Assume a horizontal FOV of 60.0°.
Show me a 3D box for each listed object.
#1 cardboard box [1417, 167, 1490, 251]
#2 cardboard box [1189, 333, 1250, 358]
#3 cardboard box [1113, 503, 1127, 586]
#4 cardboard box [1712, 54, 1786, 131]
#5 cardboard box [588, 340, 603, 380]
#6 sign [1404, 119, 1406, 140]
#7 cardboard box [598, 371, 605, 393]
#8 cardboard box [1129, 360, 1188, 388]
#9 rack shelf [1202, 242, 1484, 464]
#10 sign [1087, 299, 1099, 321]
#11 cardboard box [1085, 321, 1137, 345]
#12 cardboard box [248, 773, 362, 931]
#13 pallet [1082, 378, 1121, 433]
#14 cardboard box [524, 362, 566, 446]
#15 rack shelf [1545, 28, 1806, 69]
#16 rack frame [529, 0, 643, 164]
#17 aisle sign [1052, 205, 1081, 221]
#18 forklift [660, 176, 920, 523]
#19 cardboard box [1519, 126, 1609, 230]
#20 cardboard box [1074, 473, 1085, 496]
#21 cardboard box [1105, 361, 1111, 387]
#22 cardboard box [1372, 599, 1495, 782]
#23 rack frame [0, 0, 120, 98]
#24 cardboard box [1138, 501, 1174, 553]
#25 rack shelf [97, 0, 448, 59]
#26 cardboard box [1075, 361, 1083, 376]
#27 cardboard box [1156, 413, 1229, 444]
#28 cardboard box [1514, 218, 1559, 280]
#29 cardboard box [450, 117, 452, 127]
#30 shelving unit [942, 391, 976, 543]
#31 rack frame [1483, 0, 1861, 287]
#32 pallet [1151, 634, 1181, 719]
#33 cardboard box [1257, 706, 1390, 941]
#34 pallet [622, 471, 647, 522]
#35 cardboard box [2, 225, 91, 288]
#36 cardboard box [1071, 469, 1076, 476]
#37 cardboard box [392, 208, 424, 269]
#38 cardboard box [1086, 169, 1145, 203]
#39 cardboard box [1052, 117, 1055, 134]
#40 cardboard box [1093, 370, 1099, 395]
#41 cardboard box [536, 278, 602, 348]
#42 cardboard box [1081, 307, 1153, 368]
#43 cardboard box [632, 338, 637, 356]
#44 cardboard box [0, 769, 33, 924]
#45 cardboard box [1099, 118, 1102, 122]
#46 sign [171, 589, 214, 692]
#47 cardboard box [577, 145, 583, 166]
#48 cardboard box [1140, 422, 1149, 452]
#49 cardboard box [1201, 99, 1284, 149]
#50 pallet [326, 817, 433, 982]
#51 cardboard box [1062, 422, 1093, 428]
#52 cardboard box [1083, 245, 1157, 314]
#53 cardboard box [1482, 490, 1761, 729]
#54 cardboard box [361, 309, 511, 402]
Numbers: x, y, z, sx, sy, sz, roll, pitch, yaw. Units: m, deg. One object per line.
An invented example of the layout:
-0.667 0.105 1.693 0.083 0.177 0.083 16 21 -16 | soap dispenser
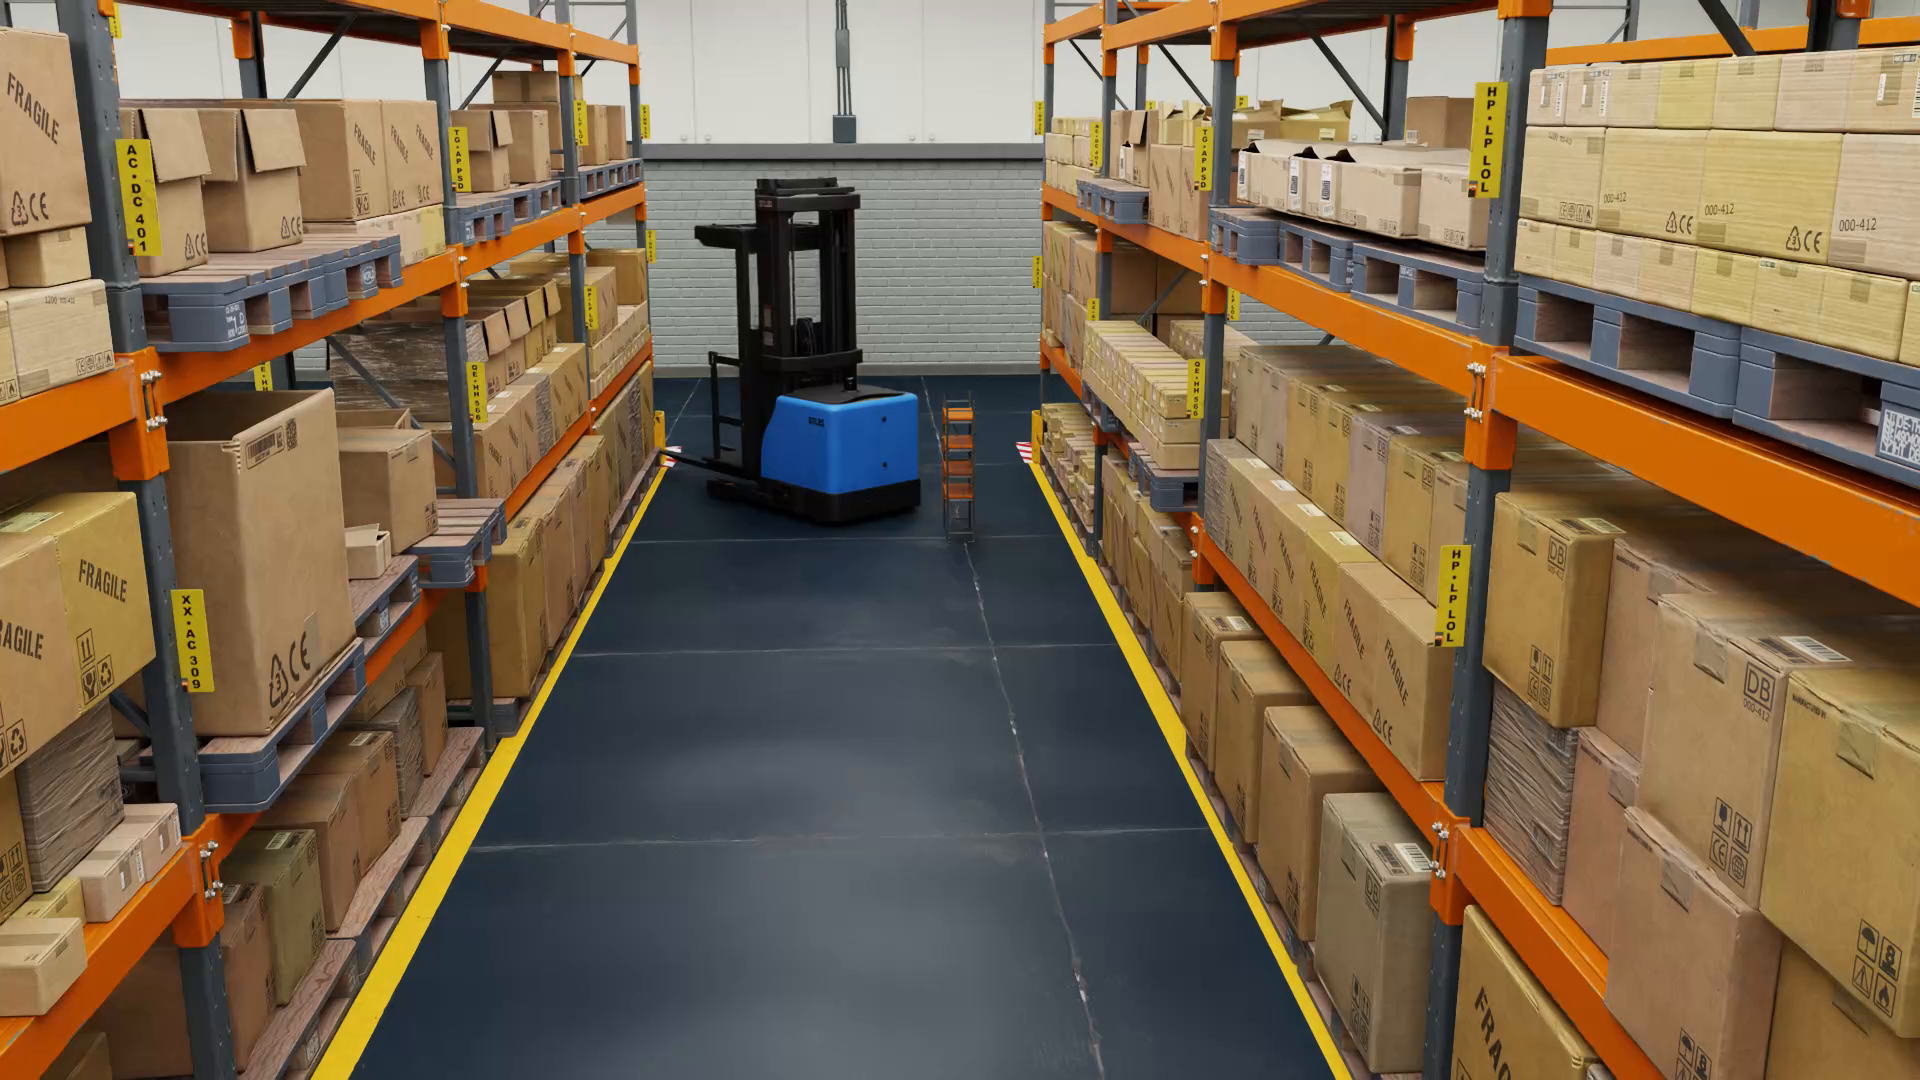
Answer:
1.869 -1.118 5.591 0.500 0.250 0.500 -1 14 -3 | cardboard box
1.845 -1.379 11.835 0.380 0.149 0.250 -1 14 -4 | cardboard box
1.393 0.024 12.088 0.500 0.500 0.500 0 14 -1 | cardboard box
1.821 -0.933 3.473 0.380 0.149 0.250 -1 14 -3 | cardboard box
-3.147 -1.444 13.322 0.500 0.250 0.500 -1 14 -4 | cardboard box
2.379 -2.056 8.781 0.100 0.325 0.005 -1 14 -3 | sign
-3.082 -1.274 13.461 0.380 0.149 0.250 -1 14 -5 | cardboard box
1.278 -1.047 10.542 0.380 0.149 0.250 -1 14 -3 | cardboard box
1.949 -0.915 6.986 1.077 0.370 4.000 -1 14 -3 | rack shelf
1.036 -1.712 12.922 0.100 0.325 0.005 -1 14 -3 | sign
1.142 -1.568 12.567 0.380 0.149 0.250 0 14 -1 | cardboard box
-2.946 1.325 6.992 0.700 0.500 0.500 -2 15 -8 | cardboard box
1.479 -1.018 12.347 1.003 0.211 1.213 -1 14 -3 | pallet
-3.015 -0.935 11.439 0.500 0.500 0.500 -1 14 -4 | cardboard box
6.387 -4.265 14.790 1.077 0.370 4.000 -1 14 -3 | rack shelf
-3.627 -5.152 15.989 1.000 3.000 0.127 -1 14 -3 | rack frame
1.025 -3.570 16.665 0.394 0.787 0.004 -1 14 -3 | aisle sign
-1.724 -1.865 15.393 1.130 2.935 3.031 -13 19 -41 | forklift
1.824 -0.963 4.391 0.500 0.250 0.500 -1 14 -3 | cardboard box
1.177 -0.477 14.140 0.380 0.149 0.250 -1 14 -5 | cardboard box
1.213 -1.163 11.592 0.380 0.149 0.250 0 14 -1 | cardboard box
1.774 0.513 5.813 0.500 0.500 0.500 -1 14 -4 | cardboard box
-8.571 -5.075 15.692 1.000 3.000 0.127 -1 14 -3 | rack frame
1.463 -0.082 10.995 0.500 0.250 0.500 -1 14 -2 | cardboard box
-3.008 -2.122 6.463 1.077 0.370 4.000 -1 14 -3 | rack shelf
1.206 -1.510 14.379 0.380 0.149 0.250 -2 15 -6 | cardboard box
1.340 -0.650 9.596 0.380 0.149 0.250 -1 14 -2 | cardboard box
1.756 -0.800 4.558 0.380 0.149 0.250 -1 14 -4 | cardboard box
-3.241 -2.113 9.150 0.797 0.503 0.637 0 14 0 | cardboard box
-0.010 -0.622 14.037 0.258 1.200 0.503 -1 14 -3 | shelving unit
2.073 -2.219 4.590 1.000 3.000 0.127 -1 14 -3 | rack frame
1.778 0.848 10.307 1.003 0.211 1.213 -1 14 -3 | pallet
1.889 1.180 7.093 1.050 0.750 0.750 -1 14 -3 | cardboard box
-3.427 -0.395 15.140 1.003 0.211 1.213 -1 14 -3 | pallet
-2.575 -0.759 4.436 0.380 0.149 0.250 0 14 -2 | cardboard box
1.200 -0.541 14.988 0.380 0.149 0.250 -1 14 -2 | cardboard box
-2.813 -1.399 7.725 0.500 0.250 0.500 -1 14 -4 | cardboard box
1.277 -2.801 13.173 0.500 0.250 0.500 -1 14 -2 | cardboard box
1.064 -3.897 15.629 0.380 0.149 0.250 -1 14 -4 | cardboard box
1.177 -1.148 12.131 0.380 0.149 0.250 -1 14 -3 | cardboard box
-3.154 -1.809 13.237 0.500 0.500 0.500 -1 14 -3 | cardboard box
1.265 -1.611 13.471 0.500 0.500 0.500 -1 14 -3 | cardboard box
-3.212 -1.787 15.456 0.380 0.149 0.250 -1 14 -5 | cardboard box
-2.922 0.783 4.164 0.875 0.500 0.500 -1 14 -3 | cardboard box
1.285 -3.192 12.889 0.380 0.149 0.250 -2 15 -6 | cardboard box
-2.343 0.309 5.070 0.100 0.325 0.005 -1 14 -3 | sign
-3.517 -3.332 13.692 0.700 0.500 0.500 0 14 -1 | cardboard box
1.306 -0.631 10.121 0.380 0.149 0.250 -1 14 -2 | cardboard box
1.541 -2.276 9.098 0.396 0.266 0.258 -1 14 -3 | cardboard box
-3.012 1.591 7.419 1.003 0.211 1.213 -1 14 -3 | pallet
1.153 -1.012 15.625 0.380 0.149 0.250 0 14 -1 | cardboard box
1.278 -2.092 13.334 0.500 0.500 0.500 -1 14 -5 | cardboard box
2.061 0.183 4.825 0.875 0.550 0.550 -1 14 -3 | cardboard box
-3.199 -1.135 10.204 0.797 0.503 0.637 -1 14 -2 | cardboard box
